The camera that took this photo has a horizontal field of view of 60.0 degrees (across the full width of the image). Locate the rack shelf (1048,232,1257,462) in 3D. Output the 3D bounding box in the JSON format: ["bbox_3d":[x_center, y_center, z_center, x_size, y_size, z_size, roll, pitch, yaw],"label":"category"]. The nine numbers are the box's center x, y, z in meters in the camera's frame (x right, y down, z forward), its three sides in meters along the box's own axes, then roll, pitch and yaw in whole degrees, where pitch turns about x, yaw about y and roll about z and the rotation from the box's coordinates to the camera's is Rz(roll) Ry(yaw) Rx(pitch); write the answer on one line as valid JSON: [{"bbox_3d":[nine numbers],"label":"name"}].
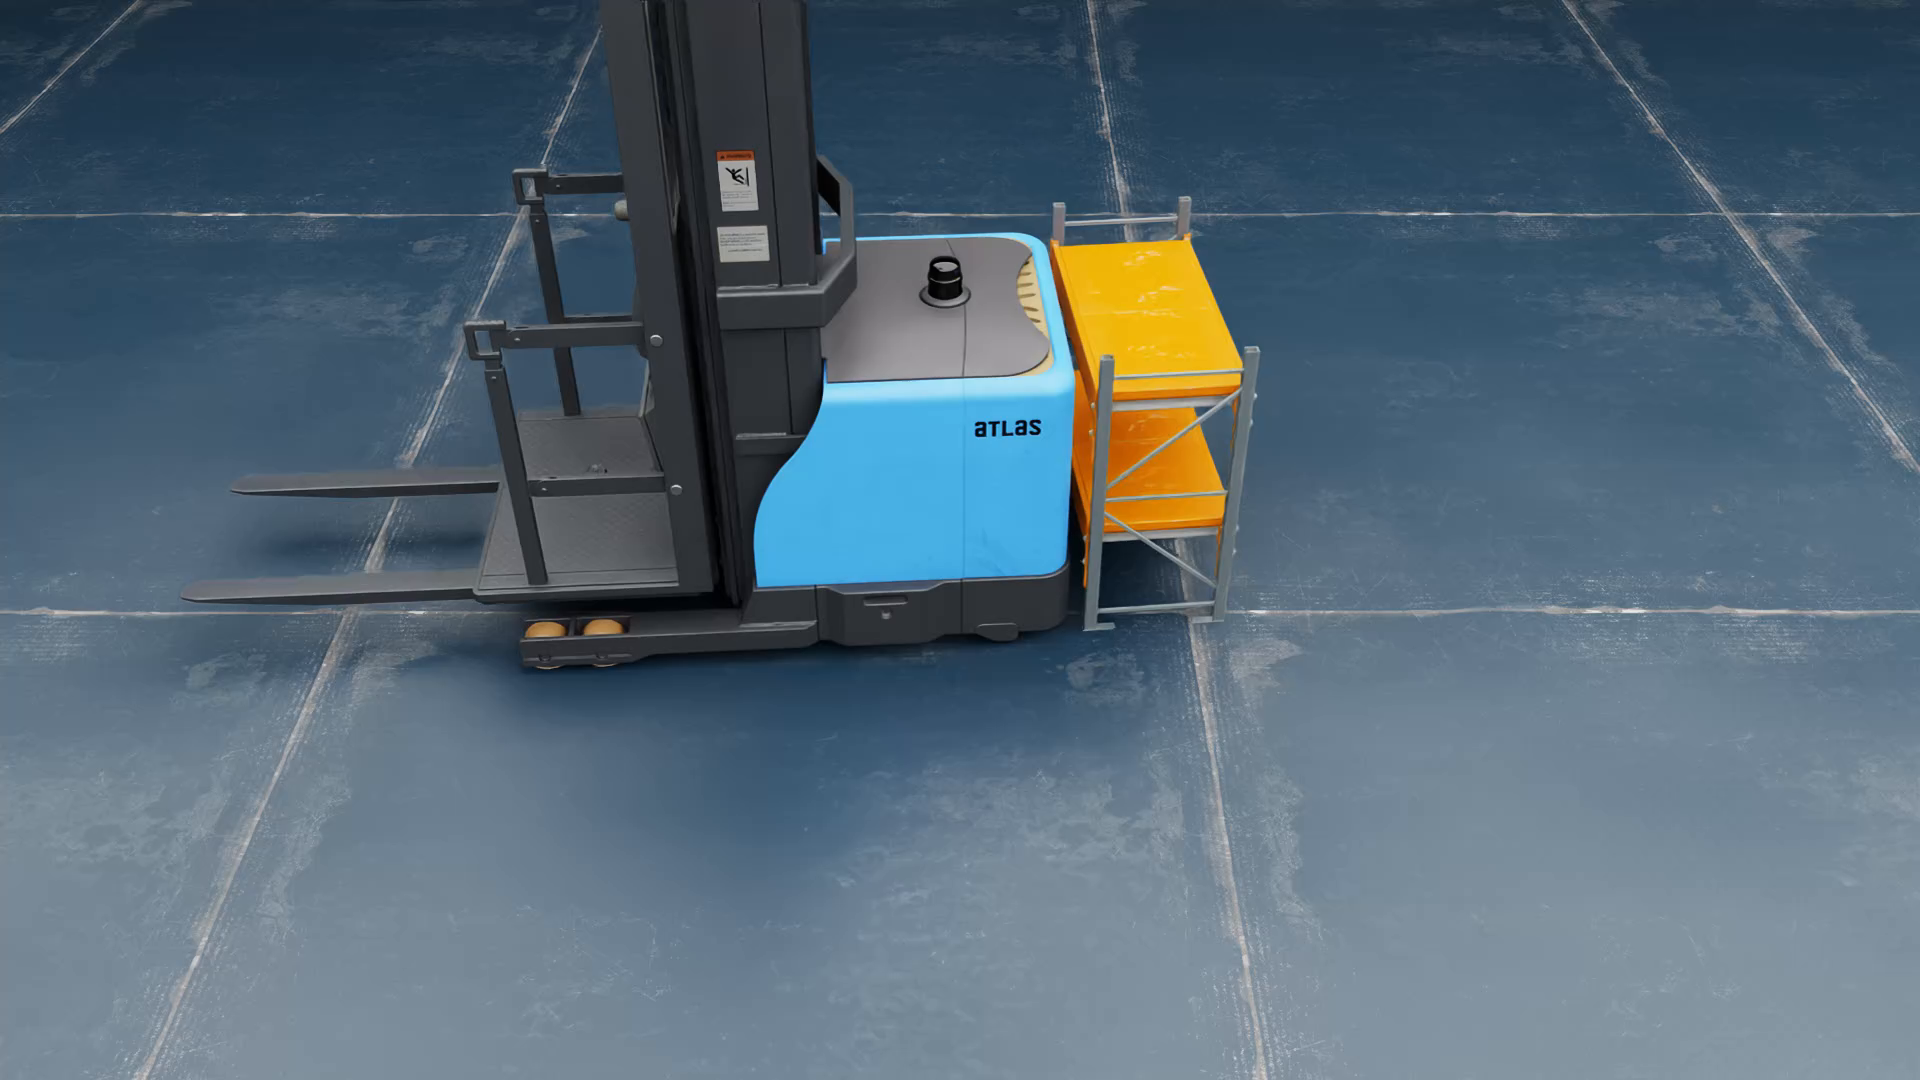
[{"bbox_3d":[0.634,-0.687,5.740,0.538,0.278,1.000,-4,39,-5],"label":"rack shelf"}]

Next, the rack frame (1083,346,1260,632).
[{"bbox_3d":[0.685,-0.143,5.528,0.500,1.125,0.032,-4,39,-5],"label":"rack frame"}]

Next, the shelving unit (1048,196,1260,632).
[{"bbox_3d":[0.634,-0.459,5.923,0.538,1.125,1.048,-4,39,-5],"label":"shelving unit"}]

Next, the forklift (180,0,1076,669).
[{"bbox_3d":[-1.163,-1.044,5.209,3.031,2.935,1.130,-2,39,-3],"label":"forklift"}]

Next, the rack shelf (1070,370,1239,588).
[{"bbox_3d":[0.634,-0.268,6.076,0.538,0.278,1.000,-4,39,-5],"label":"rack shelf"}]

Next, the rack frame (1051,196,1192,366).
[{"bbox_3d":[0.582,-0.775,6.317,0.500,1.125,0.032,-4,39,-5],"label":"rack frame"}]
